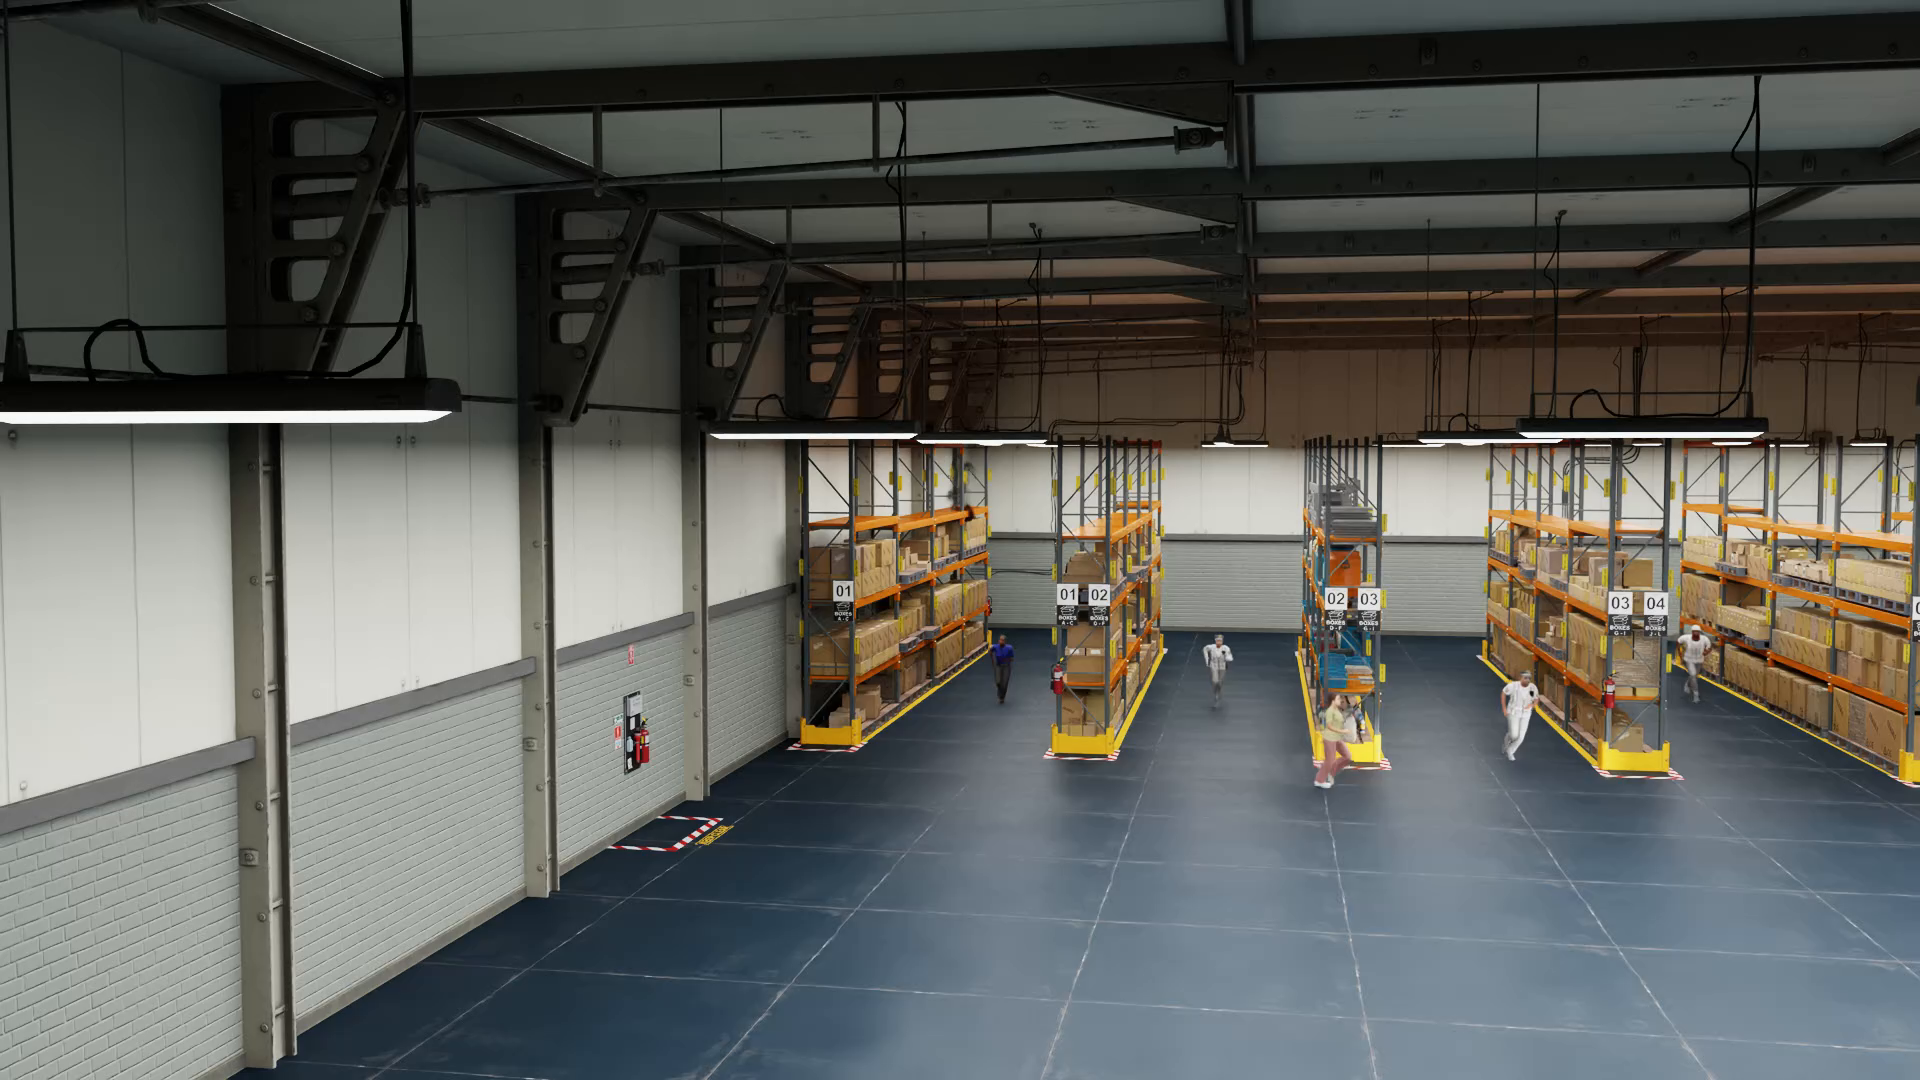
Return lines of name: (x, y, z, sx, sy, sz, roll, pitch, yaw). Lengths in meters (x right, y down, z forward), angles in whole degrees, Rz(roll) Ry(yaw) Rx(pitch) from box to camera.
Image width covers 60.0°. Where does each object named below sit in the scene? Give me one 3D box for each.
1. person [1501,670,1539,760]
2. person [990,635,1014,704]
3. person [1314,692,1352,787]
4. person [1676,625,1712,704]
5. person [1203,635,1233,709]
person: (10.364, 3.222, 30.741, 0.635, 1.700, 0.642, 0, 3, -3)
person: (0.936, 2.915, 37.395, 0.562, 1.578, 0.716, 0, 3, 3)
person: (6.323, 3.375, 28.098, 0.679, 1.627, 0.552, 2, 4, 34)
person: (16.795, 2.802, 38.081, 0.699, 1.768, 1.083, 0, 3, 5)
person: (5.731, 2.897, 36.974, 0.602, 1.653, 0.887, 0, 3, -1)
